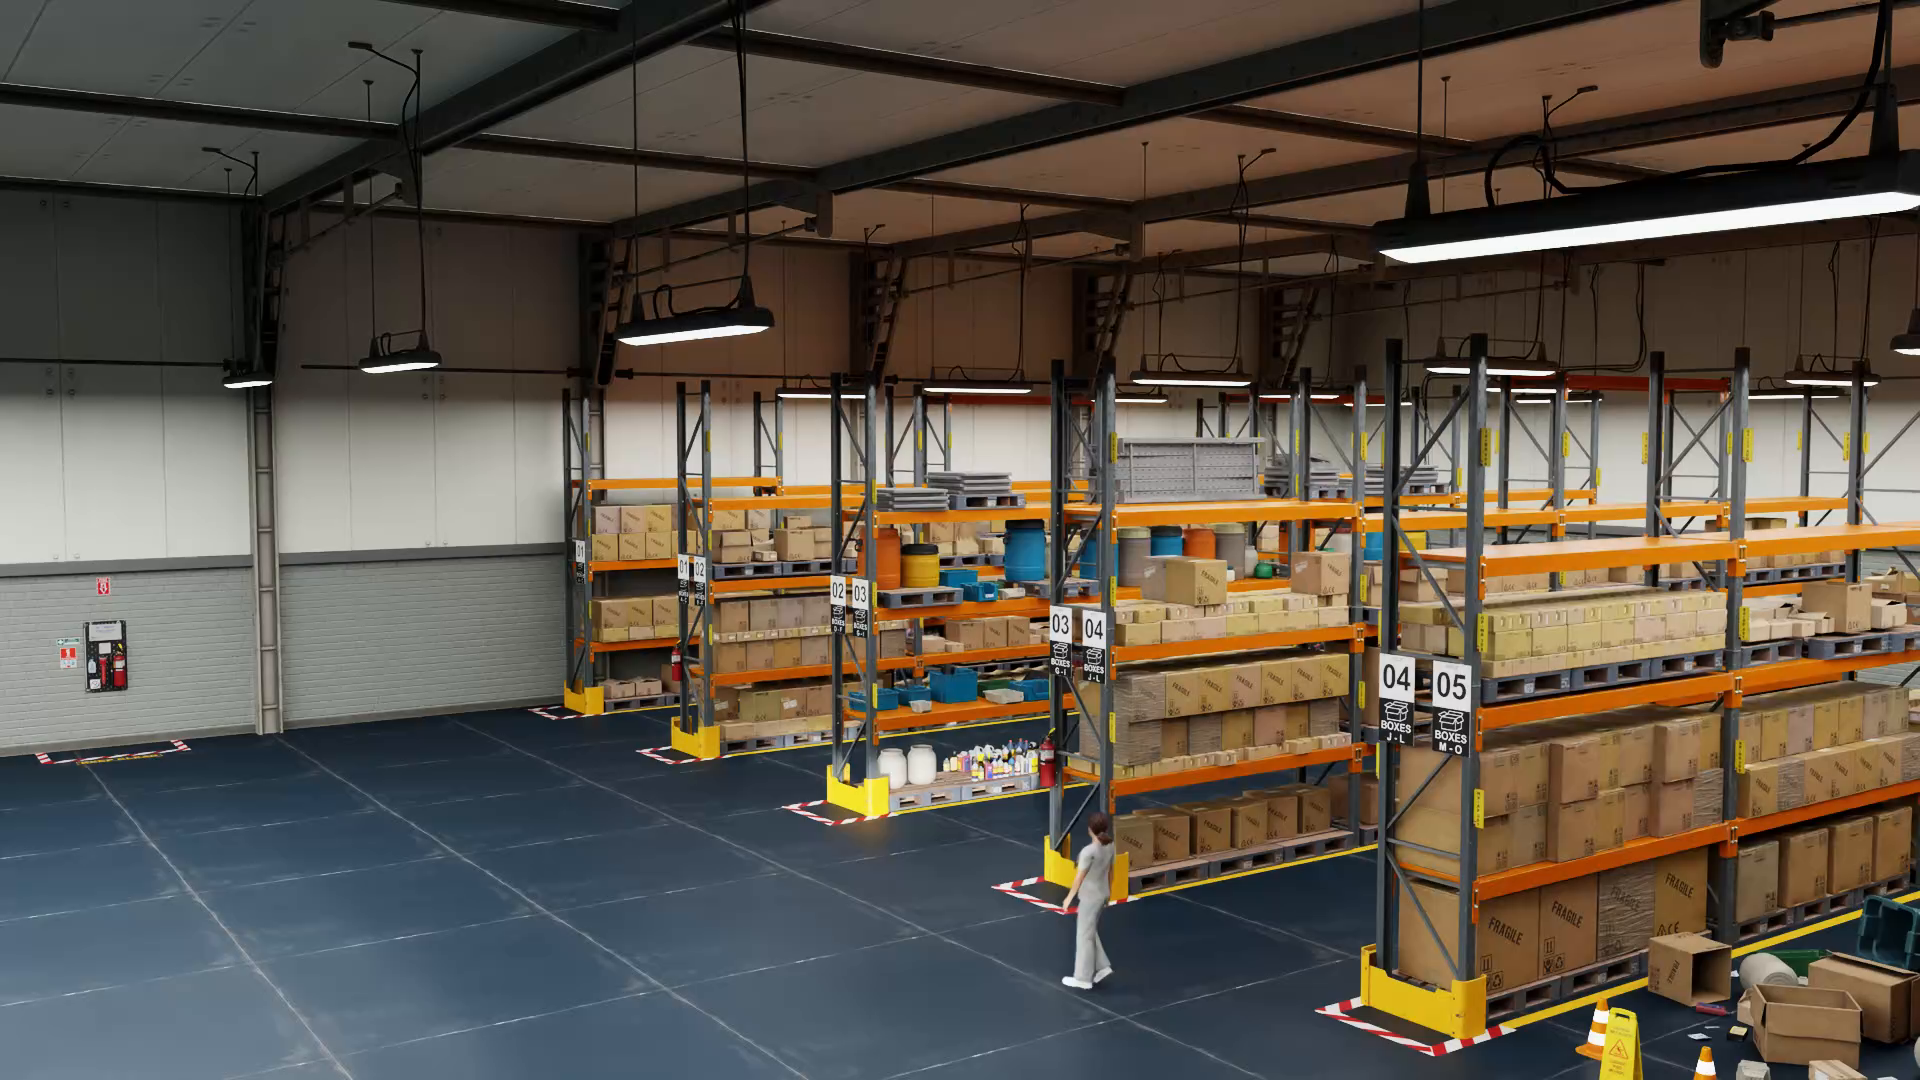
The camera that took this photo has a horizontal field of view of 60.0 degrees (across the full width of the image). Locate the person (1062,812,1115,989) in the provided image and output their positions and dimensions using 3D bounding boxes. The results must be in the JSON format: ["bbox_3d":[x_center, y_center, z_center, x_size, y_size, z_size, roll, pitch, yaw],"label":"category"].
[{"bbox_3d":[1.196,3.352,15.475,0.500,1.688,0.484,2,4,26],"label":"person"}]

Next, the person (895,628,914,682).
[{"bbox_3d":[-1.091,2.279,32.814,0.847,1.526,0.389,-4,5,-45],"label":"person"}]
